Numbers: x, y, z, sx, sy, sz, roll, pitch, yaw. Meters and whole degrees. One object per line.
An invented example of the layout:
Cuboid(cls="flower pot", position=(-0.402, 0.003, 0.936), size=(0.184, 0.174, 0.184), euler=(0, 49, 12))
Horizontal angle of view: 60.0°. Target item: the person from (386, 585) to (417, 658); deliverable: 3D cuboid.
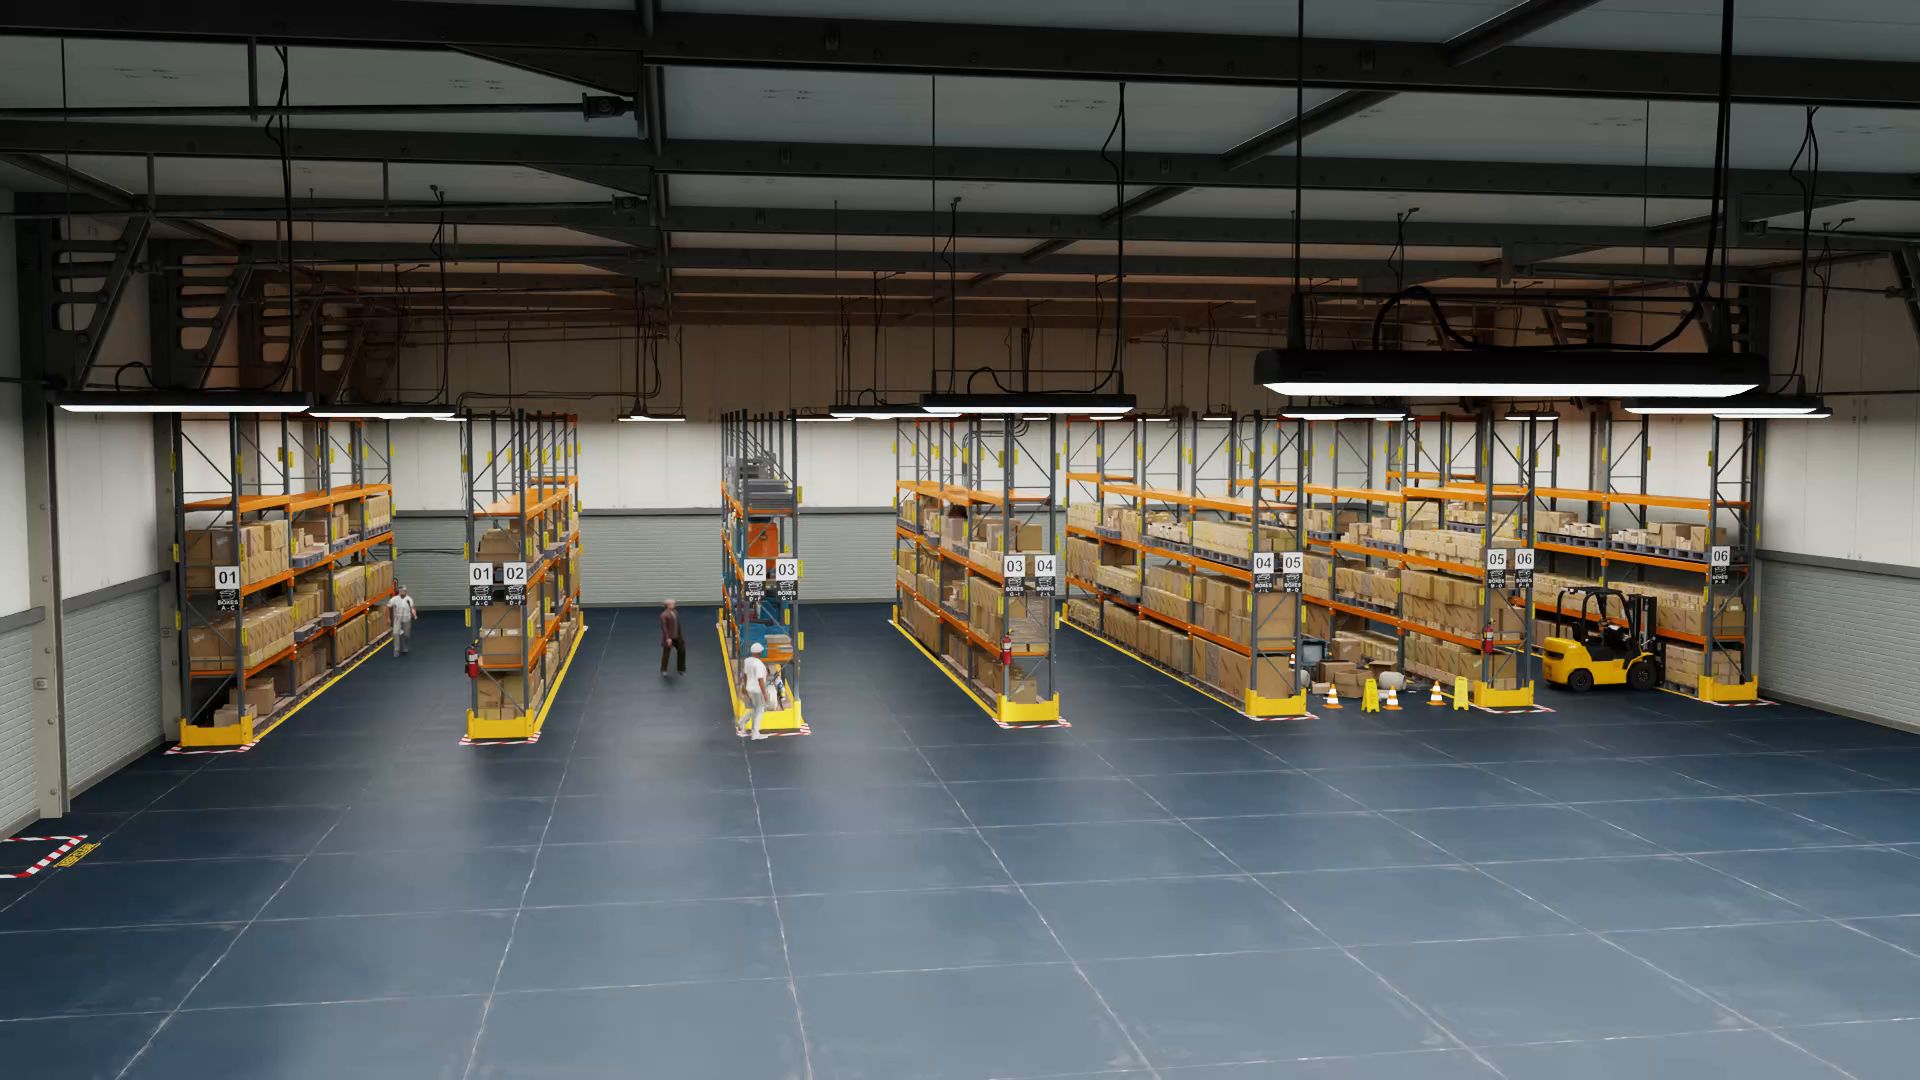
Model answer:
Cuboid(cls="person", position=(-13.847, 1.997, 41.274), size=(0.764, 1.765, 0.986), euler=(-1, 4, -9))

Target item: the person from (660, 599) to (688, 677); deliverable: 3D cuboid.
Cuboid(cls="person", position=(-6.514, 2.246, 37.790), size=(0.697, 1.832, 0.584), euler=(-4, 5, -44))

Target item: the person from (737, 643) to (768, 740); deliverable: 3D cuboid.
Cuboid(cls="person", position=(-3.751, 2.735, 30.064), size=(0.546, 1.754, 0.554), euler=(-1, 4, -11))
